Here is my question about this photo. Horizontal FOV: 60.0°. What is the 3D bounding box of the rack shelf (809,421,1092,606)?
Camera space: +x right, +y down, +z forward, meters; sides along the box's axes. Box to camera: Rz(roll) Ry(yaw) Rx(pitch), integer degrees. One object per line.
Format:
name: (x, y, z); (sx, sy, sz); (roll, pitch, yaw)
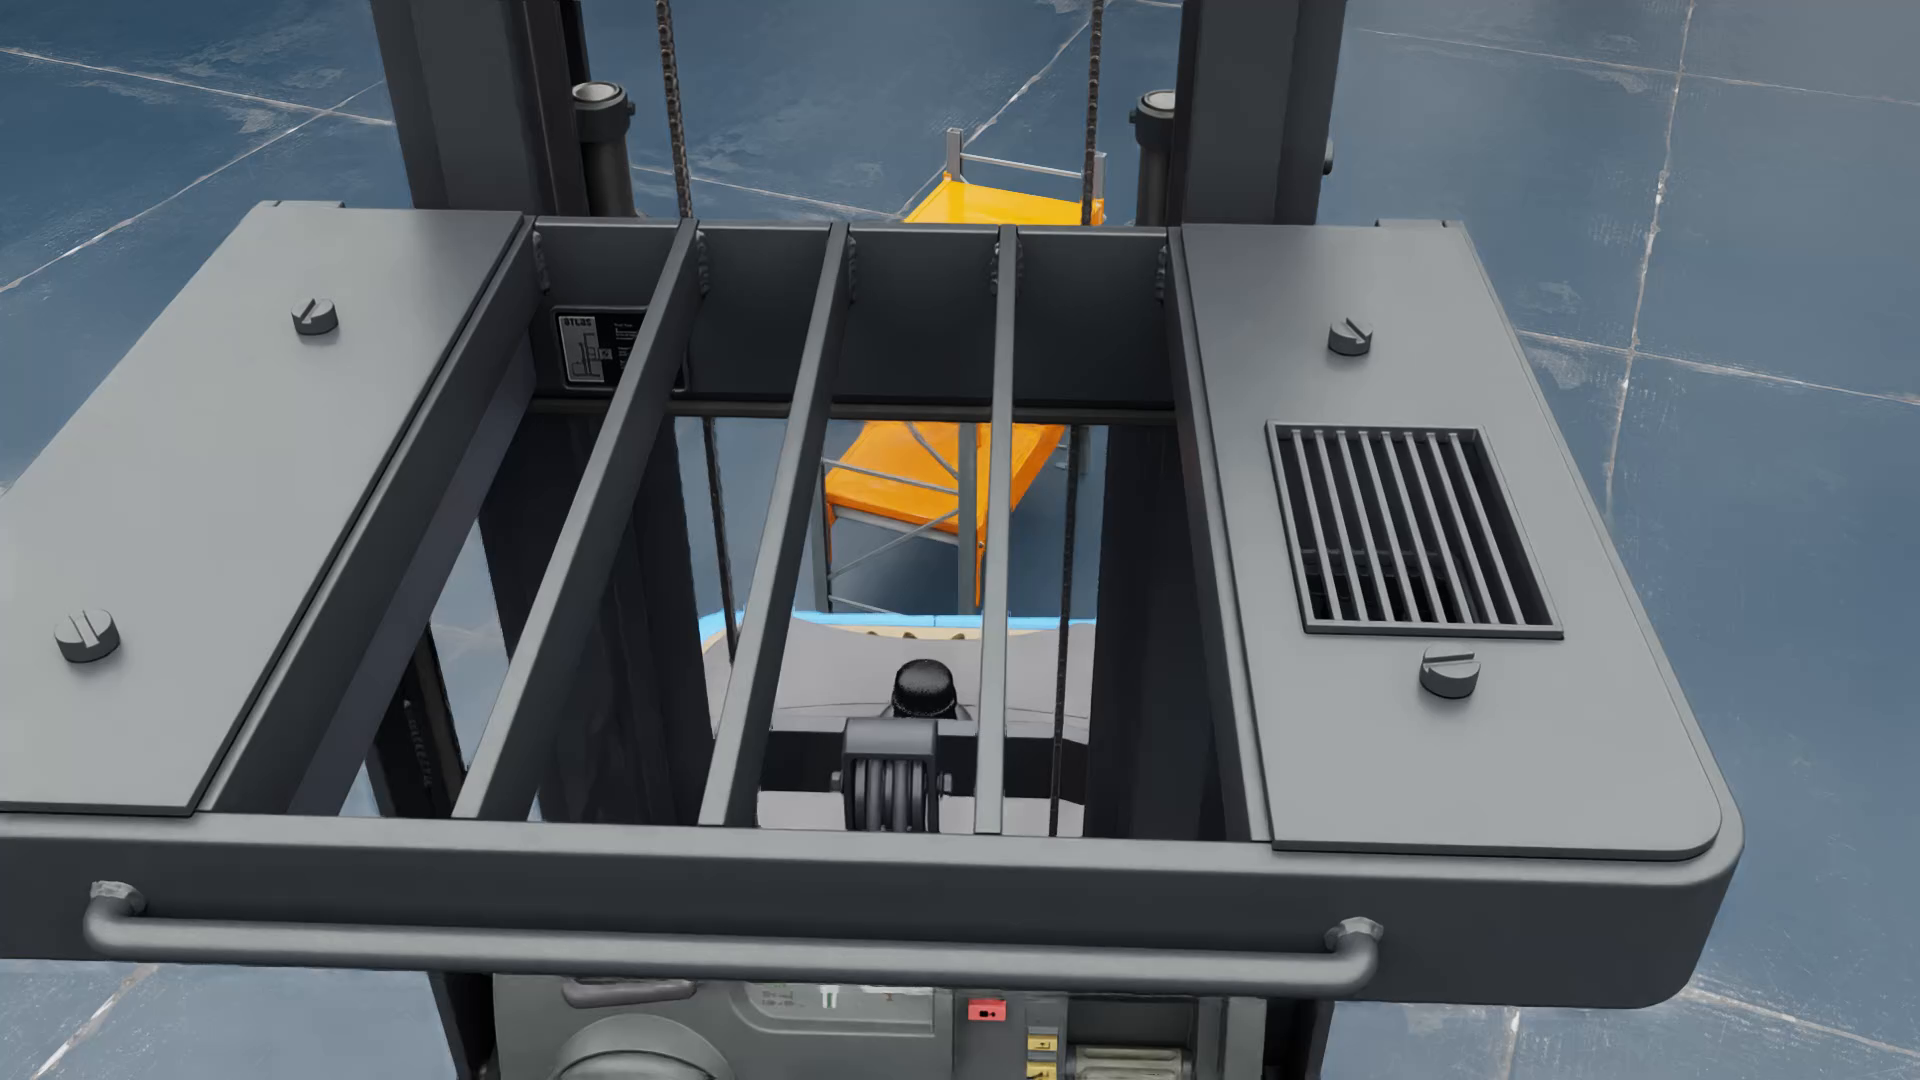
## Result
rack shelf: (0.003, -0.258, 5.065); (0.538, 0.278, 1.000); (14, 39, 18)

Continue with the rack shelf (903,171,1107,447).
rack shelf: (0.003, -0.689, 4.743); (0.538, 0.278, 1.000); (14, 39, 18)

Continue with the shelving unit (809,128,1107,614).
shelving unit: (0.003, -0.454, 4.918); (0.538, 1.125, 1.048); (14, 39, 18)

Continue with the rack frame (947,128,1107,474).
rack frame: (0.196, -0.736, 5.295); (0.500, 1.125, 0.032); (14, 39, 18)

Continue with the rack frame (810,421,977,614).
rack frame: (-0.191, -0.173, 4.542); (0.500, 1.125, 0.032); (14, 39, 18)

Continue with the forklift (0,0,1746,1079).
forklift: (-0.106, 0.709, 1.853); (1.130, 2.935, 3.031); (1, 37, 2)
